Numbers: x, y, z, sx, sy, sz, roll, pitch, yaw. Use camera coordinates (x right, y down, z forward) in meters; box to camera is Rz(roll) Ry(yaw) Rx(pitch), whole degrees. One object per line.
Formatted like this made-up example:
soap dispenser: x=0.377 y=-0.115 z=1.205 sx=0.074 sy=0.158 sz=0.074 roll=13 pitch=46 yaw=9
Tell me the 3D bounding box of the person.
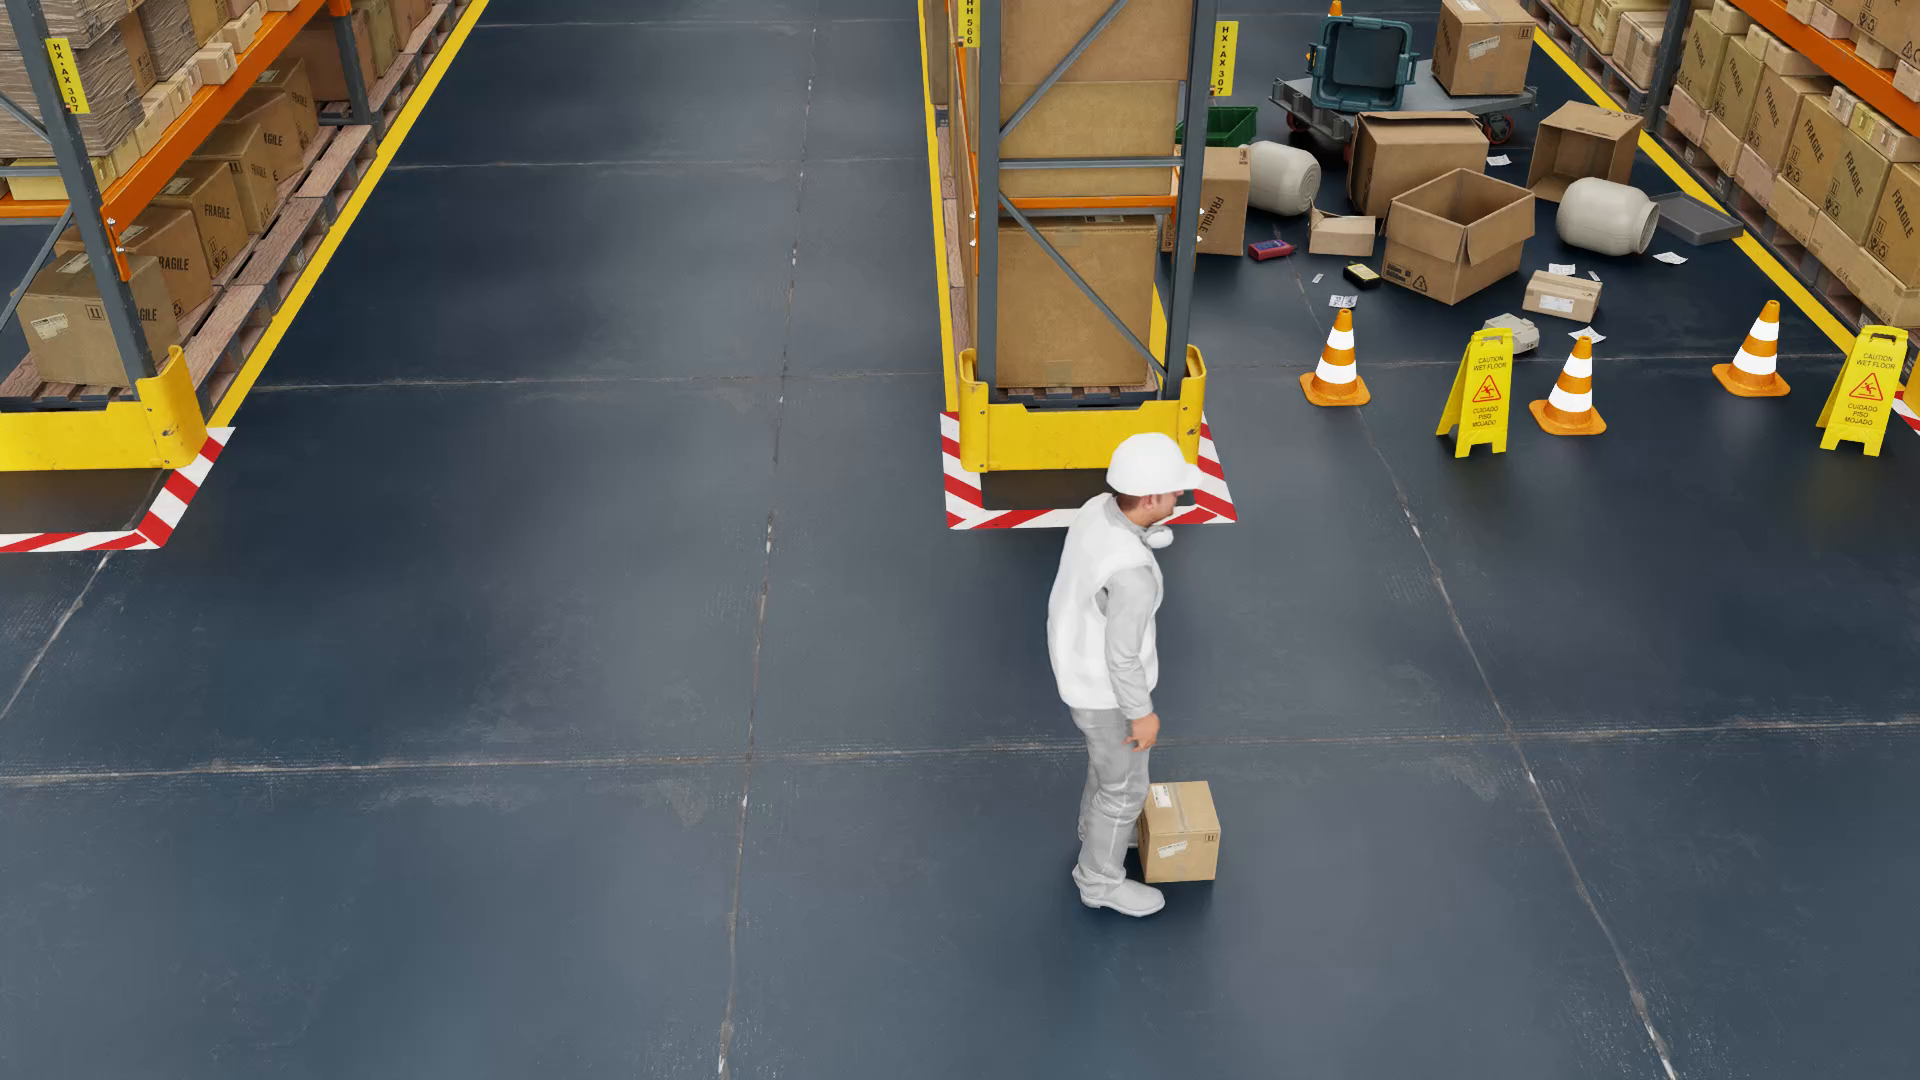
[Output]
person: x=0.522 y=0.427 z=5.511 sx=0.465 sy=1.772 sz=0.590 roll=-3 pitch=35 yaw=-4
